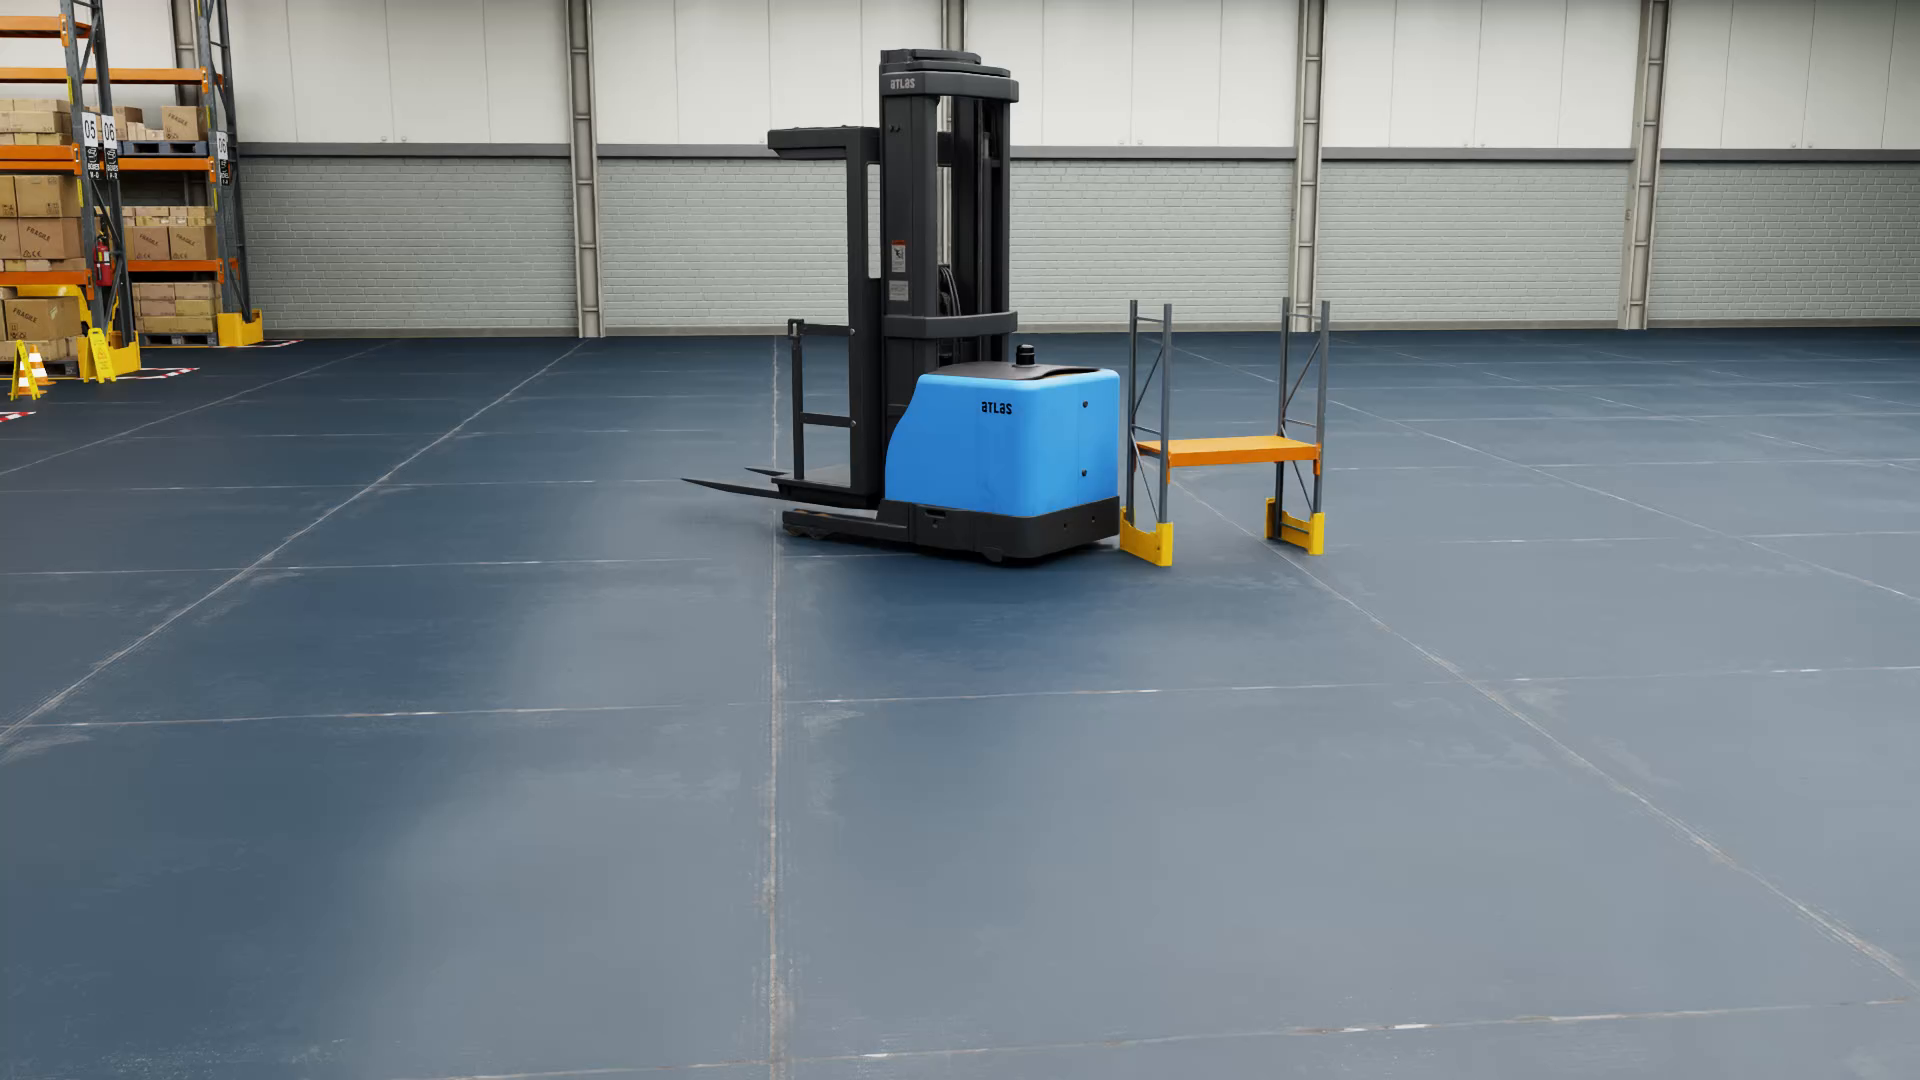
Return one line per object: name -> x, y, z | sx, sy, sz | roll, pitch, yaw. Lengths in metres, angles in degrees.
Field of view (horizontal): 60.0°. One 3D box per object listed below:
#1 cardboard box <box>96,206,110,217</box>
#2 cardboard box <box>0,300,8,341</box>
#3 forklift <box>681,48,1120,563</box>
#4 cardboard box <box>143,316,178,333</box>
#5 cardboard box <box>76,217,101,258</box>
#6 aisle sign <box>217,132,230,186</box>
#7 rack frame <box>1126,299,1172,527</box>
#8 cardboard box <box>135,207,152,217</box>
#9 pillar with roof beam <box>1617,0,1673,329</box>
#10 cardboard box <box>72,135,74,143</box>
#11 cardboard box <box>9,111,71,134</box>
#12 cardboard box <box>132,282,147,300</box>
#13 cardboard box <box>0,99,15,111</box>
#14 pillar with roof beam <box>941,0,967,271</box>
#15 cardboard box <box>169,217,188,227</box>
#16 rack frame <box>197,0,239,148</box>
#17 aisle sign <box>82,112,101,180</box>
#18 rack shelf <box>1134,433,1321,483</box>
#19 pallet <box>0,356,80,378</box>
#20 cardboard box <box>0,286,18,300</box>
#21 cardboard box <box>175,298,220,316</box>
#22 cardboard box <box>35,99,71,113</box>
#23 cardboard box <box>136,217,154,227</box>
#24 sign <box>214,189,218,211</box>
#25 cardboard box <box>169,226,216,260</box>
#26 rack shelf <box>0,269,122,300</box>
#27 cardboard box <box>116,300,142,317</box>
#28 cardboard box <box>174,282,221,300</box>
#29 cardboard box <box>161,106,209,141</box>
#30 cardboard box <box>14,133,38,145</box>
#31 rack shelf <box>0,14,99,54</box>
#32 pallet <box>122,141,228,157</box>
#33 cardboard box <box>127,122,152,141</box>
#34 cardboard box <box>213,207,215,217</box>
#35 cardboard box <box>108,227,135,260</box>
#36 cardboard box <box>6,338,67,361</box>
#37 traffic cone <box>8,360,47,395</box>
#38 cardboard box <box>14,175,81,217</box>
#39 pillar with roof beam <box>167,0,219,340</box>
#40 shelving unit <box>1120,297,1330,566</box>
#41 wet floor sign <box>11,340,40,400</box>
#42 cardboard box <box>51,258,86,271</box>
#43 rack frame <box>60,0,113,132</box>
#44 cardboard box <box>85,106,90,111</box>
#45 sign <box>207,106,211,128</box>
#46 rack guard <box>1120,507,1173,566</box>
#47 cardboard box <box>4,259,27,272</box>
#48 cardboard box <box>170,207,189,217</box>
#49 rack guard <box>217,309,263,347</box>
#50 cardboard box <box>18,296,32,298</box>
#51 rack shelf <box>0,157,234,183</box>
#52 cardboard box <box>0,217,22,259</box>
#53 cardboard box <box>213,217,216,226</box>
cardboard box -> -12.826, -4.956, 25.090 | 0.250, 0.149, 0.380 | -1, 11, -5
cardboard box -> -11.982, -2.731, 20.580 | 0.500, 0.500, 0.500 | -1, 11, -4
forklift -> -0.499, -1.512, 10.461 | 3.031, 2.935, 1.130 | 8, 14, 37
cardboard box -> -12.163, -3.314, 25.491 | 0.500, 0.250, 0.500 | -1, 11, -6
cardboard box -> -11.196, -3.823, 21.008 | 0.500, 0.500, 0.500 | -1, 11, -7
aisle sign -> -11.138, -5.757, 25.137 | 0.004, 0.787, 0.394 | -1, 11, -6
rack frame -> 1.098, -0.638, 9.728 | 0.032, 1.500, 0.500 | -4, 12, -19
cardboard box -> -12.323, -4.989, 25.259 | 0.250, 0.149, 0.380 | -1, 11, -6
pillar with roof beam -> 12.300, -7.313, 24.238 | 0.400, 9.000, 9.100 | -1, 11, -6
cardboard box -> -11.060, -4.989, 20.842 | 0.250, 0.149, 0.380 | -1, 11, -6
cardboard box -> -11.175, -5.067, 20.205 | 0.500, 0.250, 0.500 | -1, 11, -7
cardboard box -> -12.666, -3.790, 25.320 | 0.500, 0.250, 0.500 | -1, 11, -5
cardboard box -> -11.511, -5.254, 20.125 | 0.250, 0.149, 0.380 | -1, 11, -7
pillar with roof beam -> 0.371, -7.063, 22.966 | 0.400, 9.000, 9.100 | -1, 11, -6
cardboard box -> -11.800, -4.832, 25.229 | 0.250, 0.149, 0.380 | -1, 11, -5
rack frame -> -11.235, -7.480, 25.089 | 0.127, 3.000, 1.000 | -1, 11, -6
aisle sign -> -10.602, -4.806, 20.299 | 0.004, 0.787, 0.394 | -1, 11, -6
rack shelf -> 1.579, -0.494, 9.924 | 1.000, 0.185, 0.538 | -4, 12, -19
pallet -> -11.582, -2.205, 21.035 | 1.213, 0.211, 1.003 | -1, 11, -6
cardboard box -> -11.821, -3.041, 20.472 | 0.250, 0.149, 0.380 | -1, 11, -4
cardboard box -> -11.685, -3.569, 25.488 | 0.500, 0.250, 0.500 | -1, 11, -7
cardboard box -> -10.999, -5.261, 20.160 | 0.250, 0.149, 0.380 | -1, 11, -6
cardboard box -> -12.312, -4.835, 25.246 | 0.250, 0.149, 0.380 | -1, 11, -6
sign -> -11.190, -5.117, 25.002 | 0.005, 0.325, 0.100 | -1, 11, -6
cardboard box -> -11.696, -4.525, 25.350 | 0.500, 0.500, 0.500 | -1, 11, -7
rack shelf -> -12.683, -3.190, 20.683 | 4.000, 0.370, 1.077 | -1, 11, -6
cardboard box -> -12.696, -3.545, 25.370 | 0.500, 0.250, 0.500 | -1, 11, -7
cardboard box -> -11.659, -3.815, 25.443 | 0.500, 0.250, 0.500 | -1, 11, -4
cardboard box -> -11.648, -6.257, 25.034 | 0.500, 0.500, 0.500 | -1, 11, -4
cardboard box -> -11.263, -4.861, 20.192 | 0.250, 0.149, 0.380 | -1, 11, -6
rack shelf -> -12.683, -6.132, 20.105 | 4.000, 0.370, 1.077 | -1, 11, -6
pallet -> -11.940, -5.955, 25.337 | 1.213, 0.211, 1.003 | -1, 11, -6
cardboard box -> -12.278, -6.117, 24.930 | 0.258, 0.266, 0.396 | -1, 11, -6
cardboard box -> -11.592, -5.084, 25.739 | 0.250, 0.149, 0.380 | -1, 11, -7
cardboard box -> -12.722, -4.505, 25.249 | 0.500, 0.500, 0.500 | -1, 11, -7
cardboard box -> -11.493, -2.373, 20.700 | 0.500, 0.250, 0.500 | -1, 11, -6
traffic cone -> -10.525, -1.878, 18.720 | 0.334, 0.463, 0.336 | -1, 11, -6
cardboard box -> -11.179, -4.218, 20.424 | 0.500, 0.500, 0.700 | -1, 11, -7
pillar with roof beam -> -11.559, -6.813, 21.695 | 0.400, 9.000, 9.100 | -1, 11, -6
shelving unit -> 1.570, -0.670, 9.886 | 1.083, 1.500, 0.587 | -4, 12, -19
wet floor sign -> -10.245, -1.863, 18.170 | 0.232, 0.644, 0.267 | -3, 12, -16
cardboard box -> -11.044, -3.413, 20.602 | 0.250, 0.149, 0.380 | -1, 11, -4
rack frame -> -10.695, -6.528, 20.247 | 0.127, 3.000, 1.000 | -1, 11, -6
cardboard box -> -13.263, -6.251, 24.998 | 0.637, 0.503, 0.797 | -1, 11, -4
sign -> -11.190, -6.300, 24.770 | 0.005, 0.325, 0.100 | -1, 11, -6
rack guard -> 1.099, -0.025, 9.849 | 0.087, 0.250, 0.587 | -4, 12, -19
cardboard box -> -11.541, -3.385, 20.461 | 0.250, 0.149, 0.380 | -1, 11, -7
cardboard box -> -11.810, -4.991, 25.267 | 0.250, 0.149, 0.380 | -1, 11, -6
rack guard -> -11.211, -3.310, 25.911 | 0.348, 0.500, 1.175 | -1, 11, -6
cardboard box -> -12.070, -2.833, 21.100 | 0.500, 0.500, 0.500 | -2, 11, -8
rack shelf -> -13.223, -5.614, 25.236 | 4.000, 0.370, 1.077 | -1, 11, -6
cardboard box -> -11.703, -3.706, 20.413 | 0.500, 0.500, 0.500 | -1, 11, -6
cardboard box -> -11.600, -4.947, 25.812 | 0.250, 0.149, 0.380 | -1, 11, -8
